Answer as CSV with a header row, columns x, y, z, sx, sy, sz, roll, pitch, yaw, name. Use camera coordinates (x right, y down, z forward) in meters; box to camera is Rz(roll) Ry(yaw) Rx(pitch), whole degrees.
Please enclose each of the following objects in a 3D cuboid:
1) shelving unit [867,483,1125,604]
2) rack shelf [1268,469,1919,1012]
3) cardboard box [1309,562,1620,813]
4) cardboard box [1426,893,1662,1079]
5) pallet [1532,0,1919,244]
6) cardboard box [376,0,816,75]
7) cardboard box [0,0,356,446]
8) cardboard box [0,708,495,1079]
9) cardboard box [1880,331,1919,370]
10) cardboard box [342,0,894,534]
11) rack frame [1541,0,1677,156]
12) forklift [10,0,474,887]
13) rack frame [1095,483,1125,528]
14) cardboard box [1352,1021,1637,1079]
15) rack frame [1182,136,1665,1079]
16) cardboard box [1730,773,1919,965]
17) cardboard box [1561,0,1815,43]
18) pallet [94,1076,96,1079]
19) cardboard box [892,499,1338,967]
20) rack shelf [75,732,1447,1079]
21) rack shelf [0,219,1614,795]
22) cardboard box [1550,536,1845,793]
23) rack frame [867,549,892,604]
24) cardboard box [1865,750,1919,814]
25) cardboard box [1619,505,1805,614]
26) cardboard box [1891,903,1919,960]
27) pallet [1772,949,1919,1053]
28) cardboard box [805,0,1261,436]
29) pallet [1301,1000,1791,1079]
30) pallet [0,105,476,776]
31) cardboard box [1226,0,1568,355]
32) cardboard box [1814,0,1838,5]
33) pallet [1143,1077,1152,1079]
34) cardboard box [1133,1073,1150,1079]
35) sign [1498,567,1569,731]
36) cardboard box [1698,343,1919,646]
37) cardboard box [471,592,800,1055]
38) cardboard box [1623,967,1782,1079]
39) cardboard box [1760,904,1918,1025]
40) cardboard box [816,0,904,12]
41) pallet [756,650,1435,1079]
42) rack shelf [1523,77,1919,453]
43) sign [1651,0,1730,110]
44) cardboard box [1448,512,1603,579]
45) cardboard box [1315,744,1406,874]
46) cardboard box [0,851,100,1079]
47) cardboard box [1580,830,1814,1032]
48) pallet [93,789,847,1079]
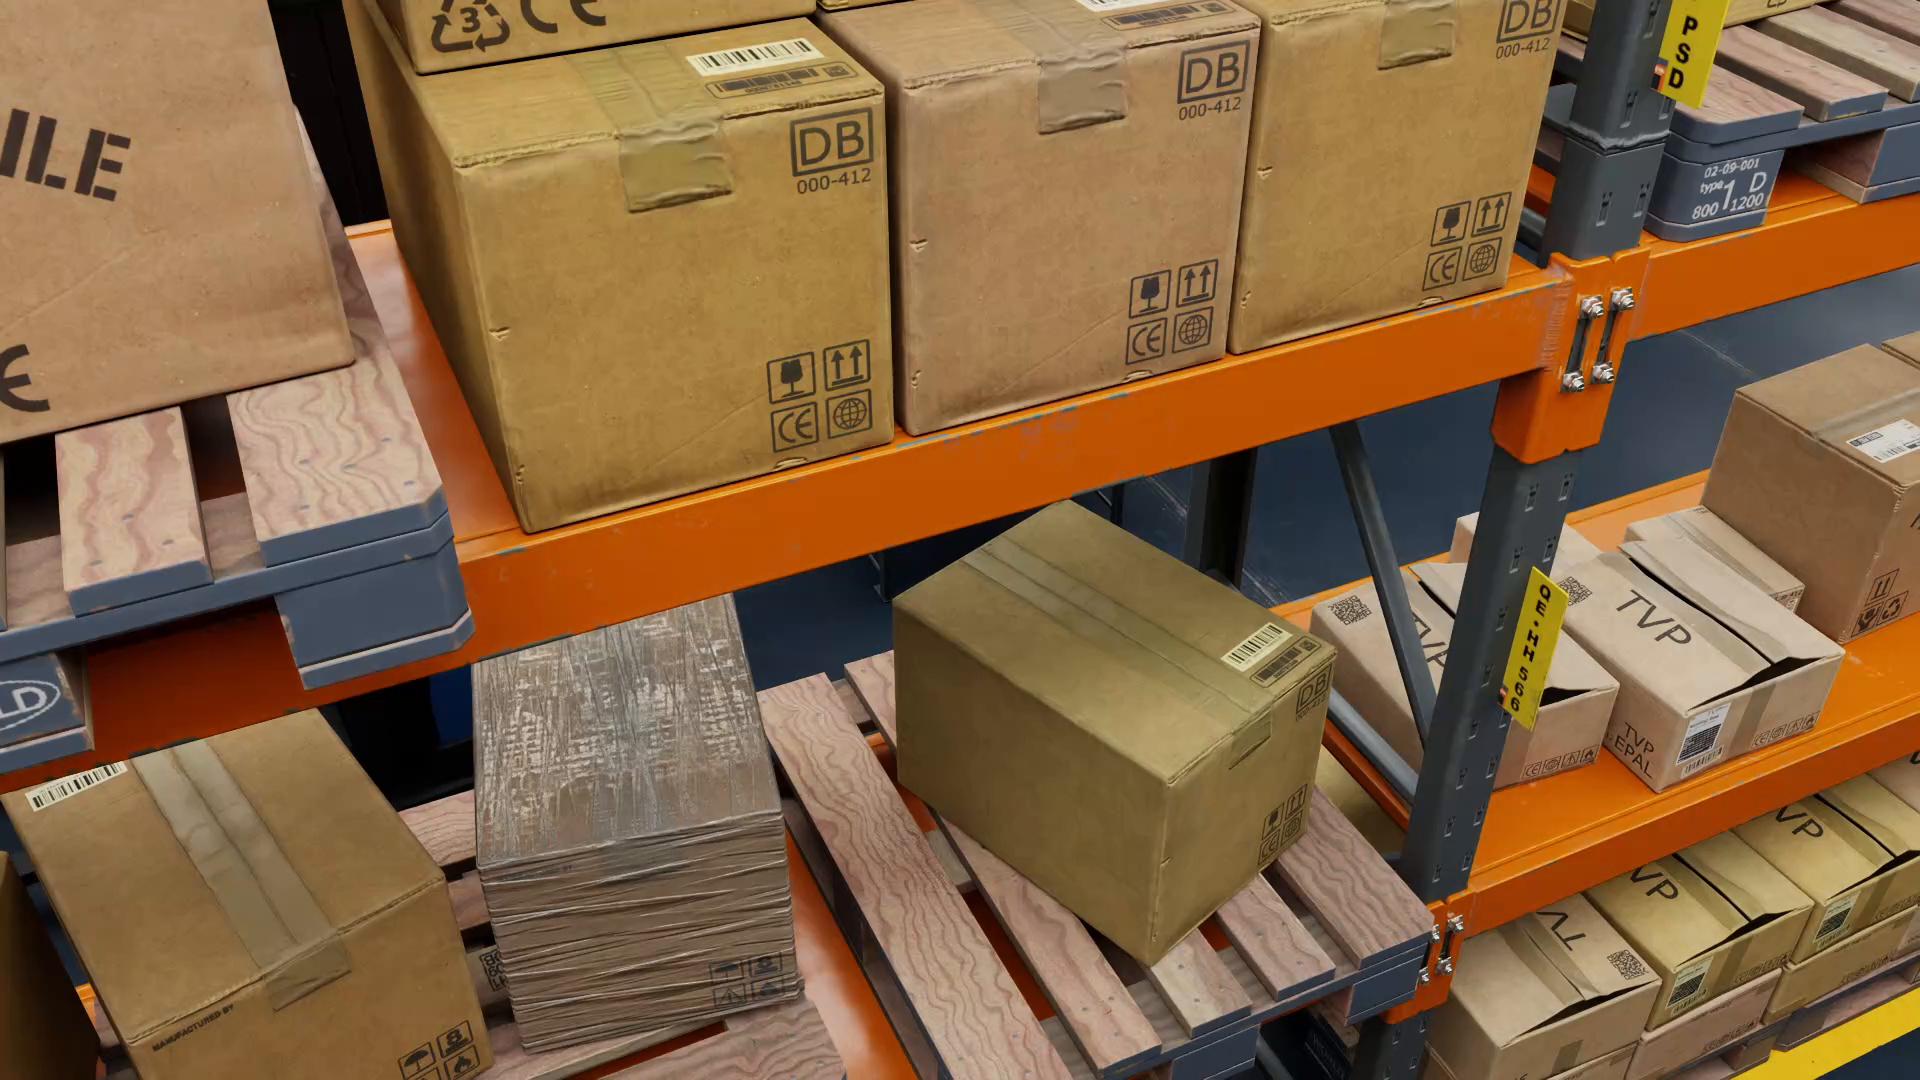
x,y,z,sx,sy,sz,roll,pitch,yaw,name
0.077,-0.624,6.332,1.048,1.500,0.538,-16,39,-20,shelving unit
2.620,0.128,4.664,4.000,0.370,1.077,-16,39,-20,rack shelf
1.157,0.312,3.886,0.500,0.311,0.500,-13,39,-17,cardboard box
1.408,1.081,4.259,0.500,0.311,0.500,-14,39,-18,cardboard box
1.386,-1.004,3.226,1.003,0.211,1.213,-14,39,-18,pallet
-0.512,-0.936,2.053,0.500,0.500,0.500,-16,39,-20,cardboard box
-1.118,-0.523,1.899,0.600,0.600,0.600,-17,40,-22,cardboard box
-1.239,0.668,2.895,0.500,0.500,0.700,-26,44,-31,cardboard box
2.798,-0.262,4.501,0.500,0.500,0.500,-16,39,-20,cardboard box
-0.504,-0.510,2.318,0.500,0.500,0.910,-16,39,-20,cardboard box
0.809,-2.064,1.980,0.127,3.000,1.000,-16,39,-20,rack frame
-2.309,-0.400,4.829,3.031,2.935,1.130,-19,40,-23,forklift
0.537,-0.753,6.506,0.032,1.500,0.500,-16,39,-20,rack frame
1.408,1.307,4.426,0.500,0.250,0.500,-16,39,-20,cardboard box
0.809,0.345,3.767,0.127,3.000,1.000,-16,39,-20,rack frame
2.343,0.816,4.617,0.500,0.311,0.500,-17,40,-21,cardboard box
1.196,-1.113,2.988,0.500,0.250,0.500,-19,40,-23,cardboard box
-2.042,1.291,2.652,1.213,0.211,1.003,-16,39,-20,pallet
0.287,0.357,3.315,0.500,0.500,0.700,-30,46,-34,cardboard box
-1.001,1.140,3.298,4.000,0.370,1.077,-16,39,-20,rack shelf
-1.001,-0.064,2.405,4.000,0.370,1.077,-16,39,-20,rack shelf
1.701,0.259,3.958,0.500,0.311,0.500,-16,39,-20,cardboard box
-0.383,-0.495,6.159,0.032,1.500,0.500,-16,39,-20,rack frame
2.808,0.686,4.793,0.500,0.311,0.500,-16,39,-21,cardboard box
1.940,0.093,4.318,0.250,0.149,0.380,-13,38,-17,cardboard box
2.795,0.915,4.955,0.500,0.250,0.500,-15,39,-19,cardboard box
2.674,0.971,5.263,1.213,0.211,1.003,-16,39,-20,pallet
-0.033,-0.642,2.496,0.500,0.500,0.910,-16,39,-20,cardboard box
1.571,1.278,4.850,1.213,0.211,1.003,-16,39,-20,pallet
-1.254,-0.163,2.092,1.003,0.211,1.213,-16,39,-20,pallet
0.429,-0.771,2.670,0.500,0.500,0.910,-16,39,-20,cardboard box
1.663,-1.256,3.180,0.500,0.250,0.500,-15,39,-19,cardboard box
0.117,1.634,4.370,1.213,0.211,1.003,-16,39,-20,pallet
0.276,1.134,4.433,0.500,0.500,0.500,-14,39,-18,cardboard box
1.048,0.202,3.054,0.005,0.325,0.100,-16,39,-20,sign
2.321,-0.128,4.321,0.500,0.500,0.500,-18,40,-22,cardboard box
-0.622,0.485,3.142,0.500,0.500,0.700,-9,37,-11,cardboard box
1.863,1.179,4.598,0.500,0.250,0.500,-17,40,-21,cardboard box
2.331,1.044,4.780,0.500,0.250,0.500,-17,40,-21,cardboard box
-0.050,-1.065,2.227,0.500,0.500,0.500,-16,39,-20,cardboard box
0.225,0.632,3.542,1.003,0.211,1.213,-16,39,-20,pallet
2.620,-1.077,3.770,4.000,0.370,1.077,-16,39,-20,rack shelf
1.038,-0.774,2.324,0.005,0.325,0.100,-16,39,-20,sign
1.506,0.069,4.349,0.250,0.149,0.380,-16,39,-20,cardboard box
1.179,0.790,4.651,0.500,0.311,0.500,-15,39,-19,cardboard box
-1.692,0.941,2.527,0.500,0.500,0.700,-10,38,-13,cardboard box
1.880,0.944,4.444,0.500,0.311,0.500,-17,40,-21,cardboard box
-0.949,0.917,3.157,1.213,0.211,1.003,-16,39,-20,pallet
